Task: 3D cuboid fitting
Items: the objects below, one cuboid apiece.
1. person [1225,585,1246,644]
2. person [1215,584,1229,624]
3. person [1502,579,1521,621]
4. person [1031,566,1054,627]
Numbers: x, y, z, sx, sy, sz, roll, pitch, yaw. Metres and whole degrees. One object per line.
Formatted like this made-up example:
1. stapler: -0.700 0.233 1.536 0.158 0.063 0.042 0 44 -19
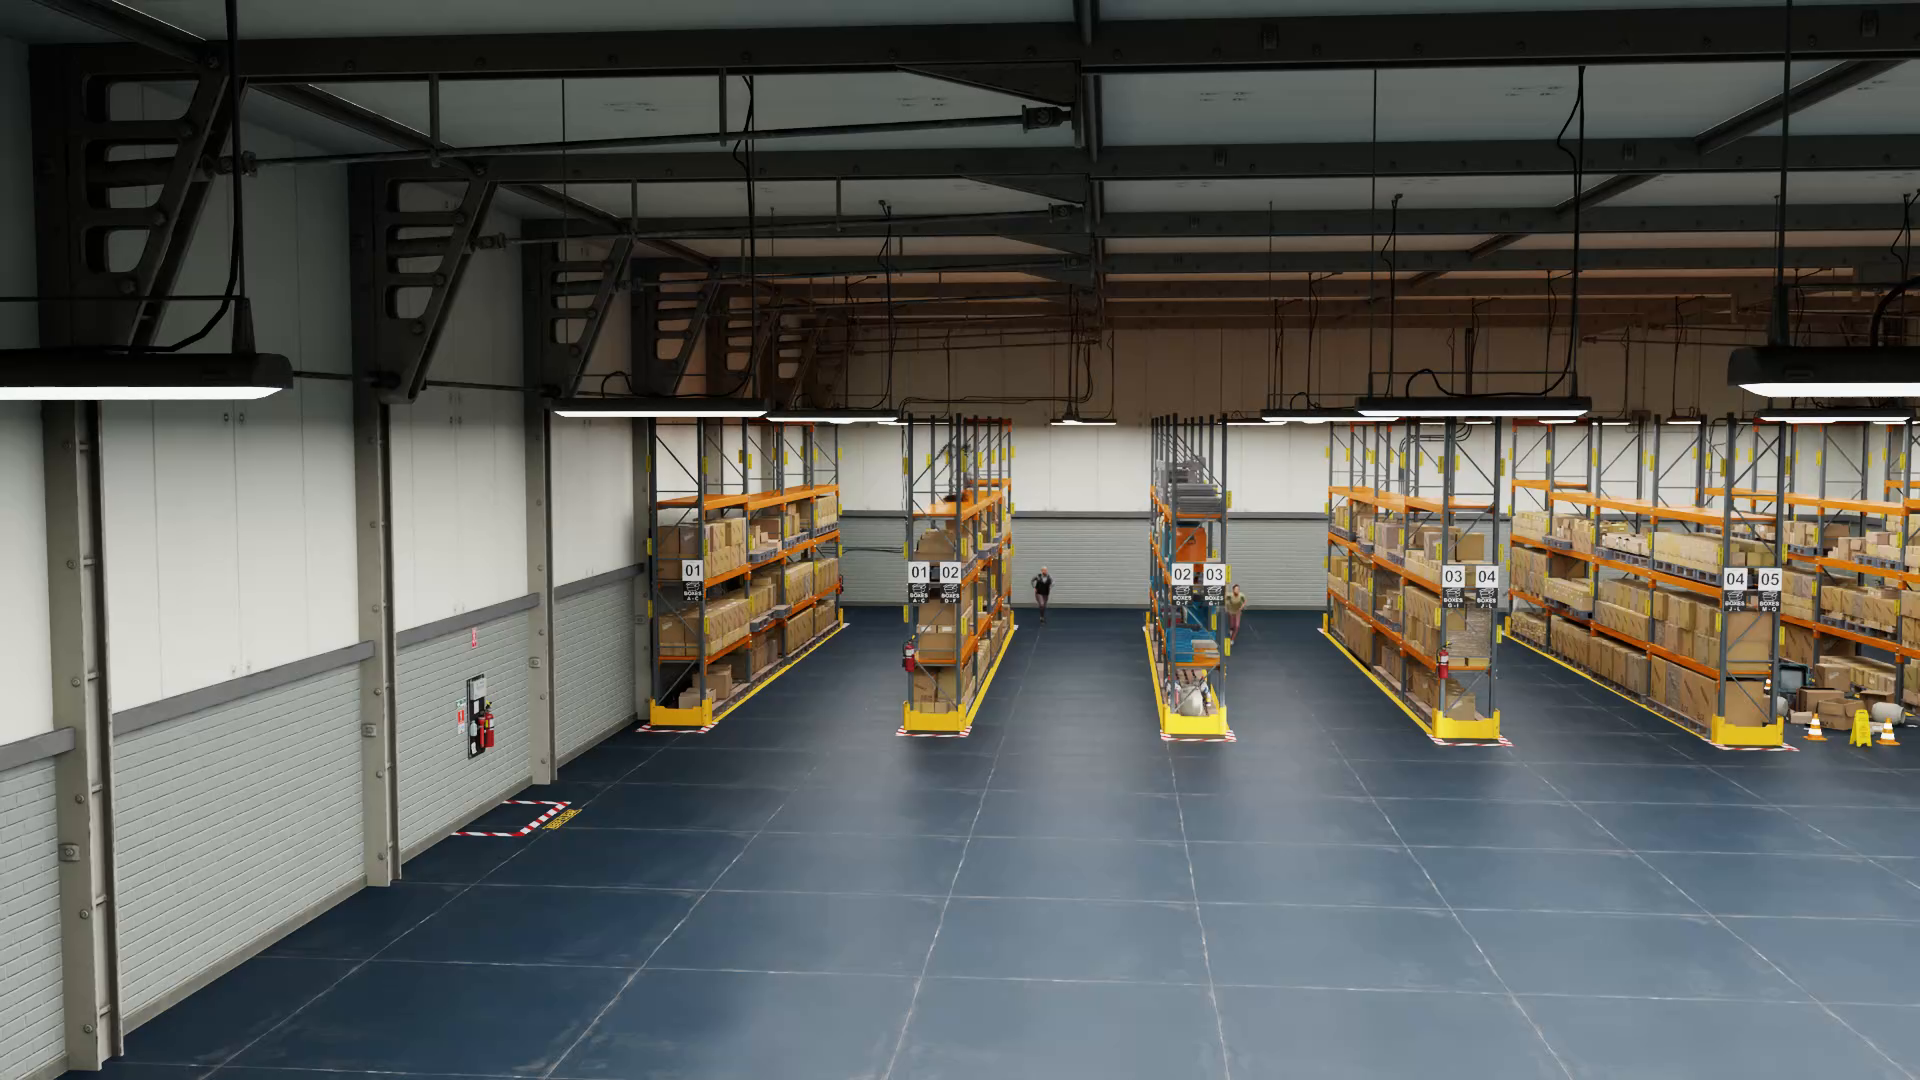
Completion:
1. person: 7.304 1.971 44.231 0.573 1.602 0.702 0 4 -3
2. person: 7.455 1.599 48.586 0.863 1.711 0.680 2 4 23
3. person: 15.905 1.661 47.571 0.654 1.747 0.655 -3 5 -34
4. person: 2.397 1.617 48.409 0.669 1.734 0.905 -1 4 -15
